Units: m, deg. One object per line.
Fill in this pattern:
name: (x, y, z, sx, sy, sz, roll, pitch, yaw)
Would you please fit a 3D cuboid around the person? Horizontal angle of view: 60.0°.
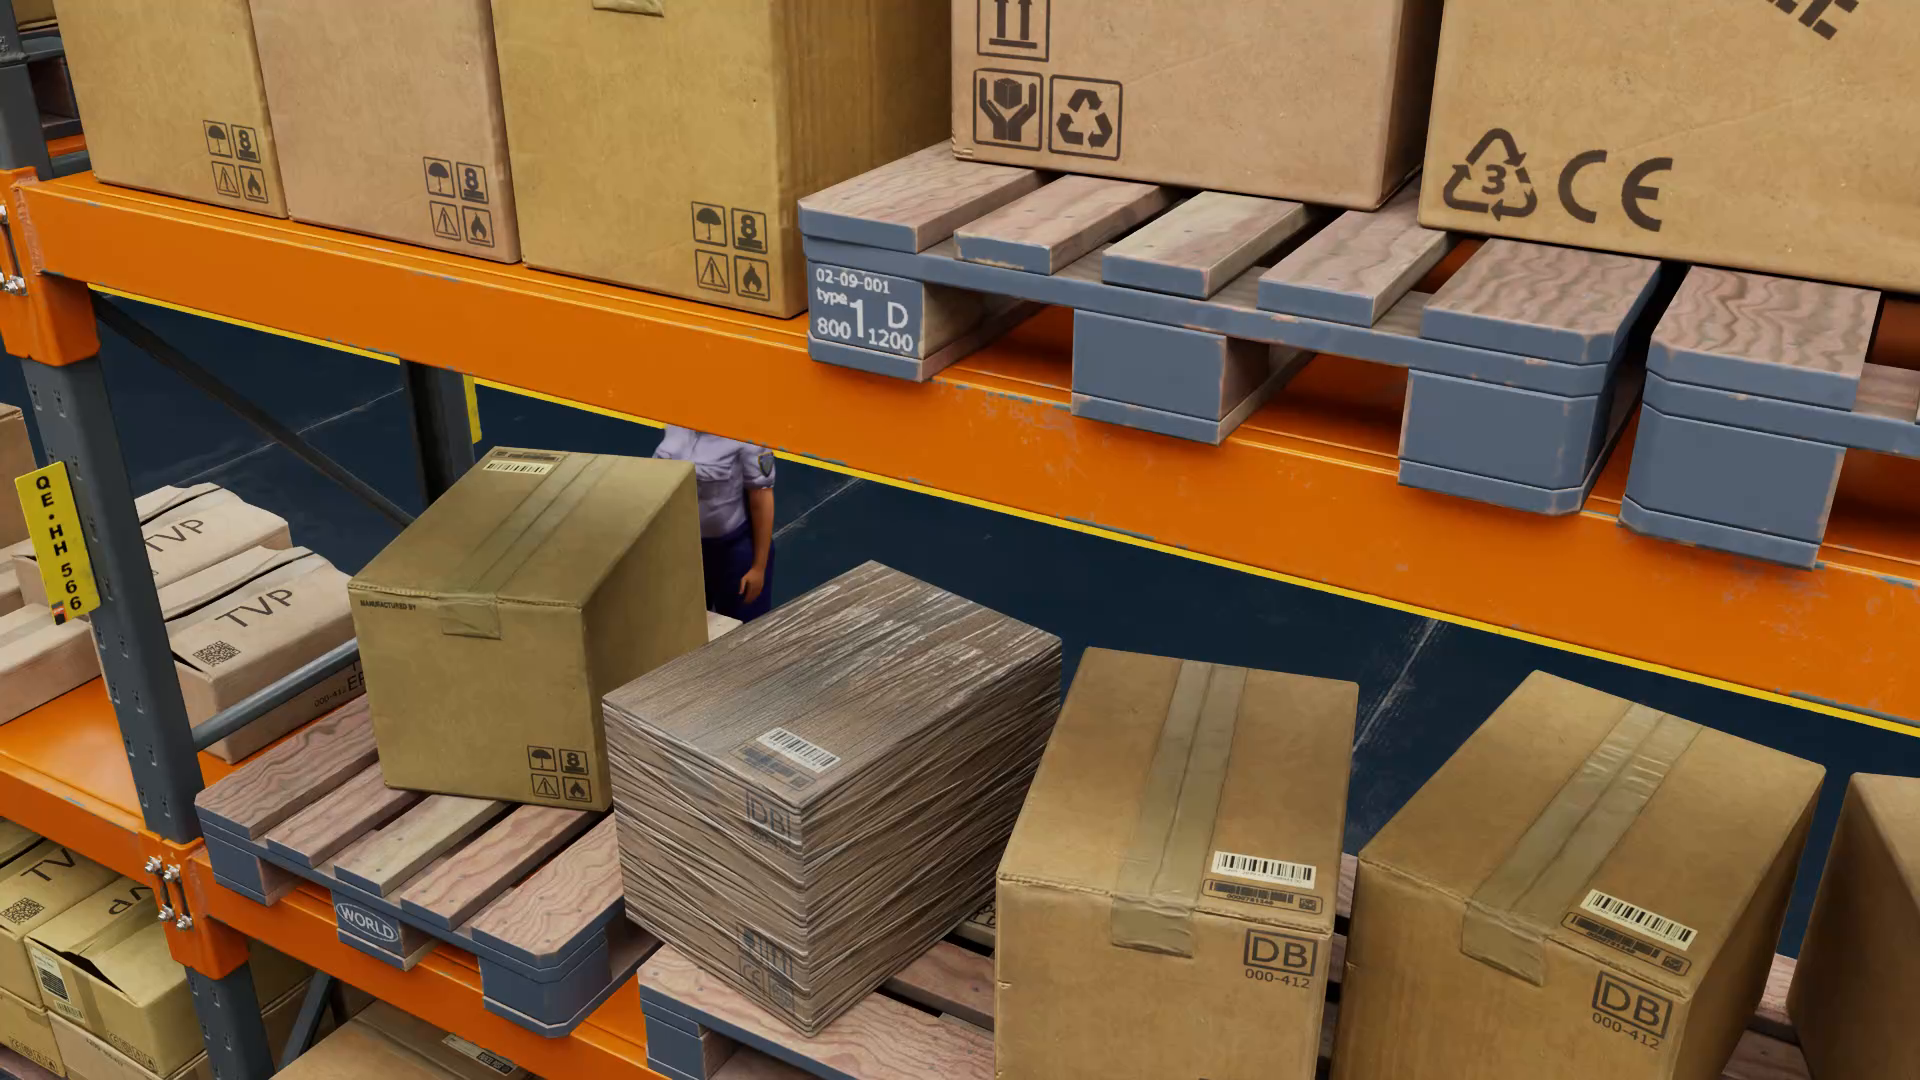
person: (-0.871, 0.066, 6.030, 0.470, 1.632, 0.342, 15, 30, 27)
